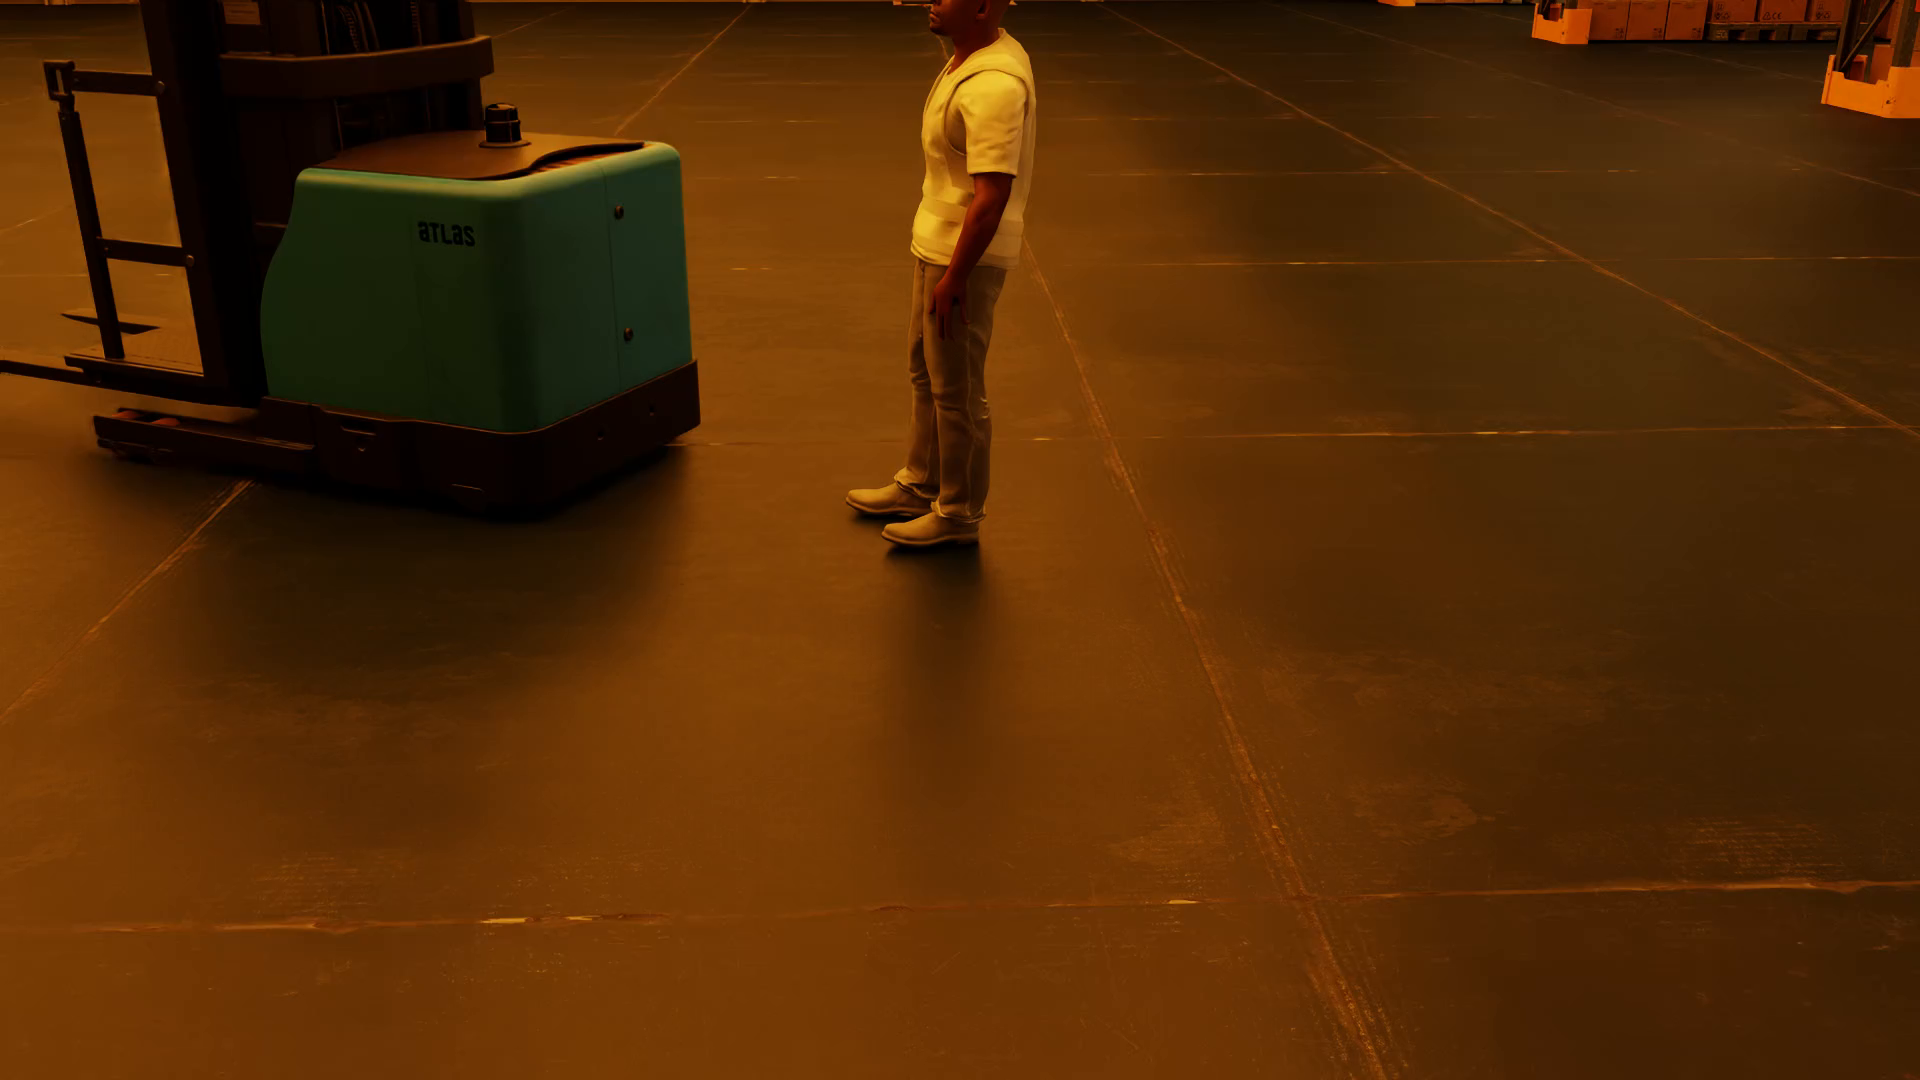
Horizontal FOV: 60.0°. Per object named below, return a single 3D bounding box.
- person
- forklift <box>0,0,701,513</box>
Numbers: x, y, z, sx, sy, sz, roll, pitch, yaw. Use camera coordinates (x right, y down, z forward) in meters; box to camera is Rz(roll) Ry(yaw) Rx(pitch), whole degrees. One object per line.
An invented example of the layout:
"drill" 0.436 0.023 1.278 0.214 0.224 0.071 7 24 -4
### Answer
"person" -0.069 -0.830 4.849 0.577 1.765 0.666 -1 21 -3
"forklift" -2.508 -1.792 5.726 3.031 2.935 1.130 9 23 22
